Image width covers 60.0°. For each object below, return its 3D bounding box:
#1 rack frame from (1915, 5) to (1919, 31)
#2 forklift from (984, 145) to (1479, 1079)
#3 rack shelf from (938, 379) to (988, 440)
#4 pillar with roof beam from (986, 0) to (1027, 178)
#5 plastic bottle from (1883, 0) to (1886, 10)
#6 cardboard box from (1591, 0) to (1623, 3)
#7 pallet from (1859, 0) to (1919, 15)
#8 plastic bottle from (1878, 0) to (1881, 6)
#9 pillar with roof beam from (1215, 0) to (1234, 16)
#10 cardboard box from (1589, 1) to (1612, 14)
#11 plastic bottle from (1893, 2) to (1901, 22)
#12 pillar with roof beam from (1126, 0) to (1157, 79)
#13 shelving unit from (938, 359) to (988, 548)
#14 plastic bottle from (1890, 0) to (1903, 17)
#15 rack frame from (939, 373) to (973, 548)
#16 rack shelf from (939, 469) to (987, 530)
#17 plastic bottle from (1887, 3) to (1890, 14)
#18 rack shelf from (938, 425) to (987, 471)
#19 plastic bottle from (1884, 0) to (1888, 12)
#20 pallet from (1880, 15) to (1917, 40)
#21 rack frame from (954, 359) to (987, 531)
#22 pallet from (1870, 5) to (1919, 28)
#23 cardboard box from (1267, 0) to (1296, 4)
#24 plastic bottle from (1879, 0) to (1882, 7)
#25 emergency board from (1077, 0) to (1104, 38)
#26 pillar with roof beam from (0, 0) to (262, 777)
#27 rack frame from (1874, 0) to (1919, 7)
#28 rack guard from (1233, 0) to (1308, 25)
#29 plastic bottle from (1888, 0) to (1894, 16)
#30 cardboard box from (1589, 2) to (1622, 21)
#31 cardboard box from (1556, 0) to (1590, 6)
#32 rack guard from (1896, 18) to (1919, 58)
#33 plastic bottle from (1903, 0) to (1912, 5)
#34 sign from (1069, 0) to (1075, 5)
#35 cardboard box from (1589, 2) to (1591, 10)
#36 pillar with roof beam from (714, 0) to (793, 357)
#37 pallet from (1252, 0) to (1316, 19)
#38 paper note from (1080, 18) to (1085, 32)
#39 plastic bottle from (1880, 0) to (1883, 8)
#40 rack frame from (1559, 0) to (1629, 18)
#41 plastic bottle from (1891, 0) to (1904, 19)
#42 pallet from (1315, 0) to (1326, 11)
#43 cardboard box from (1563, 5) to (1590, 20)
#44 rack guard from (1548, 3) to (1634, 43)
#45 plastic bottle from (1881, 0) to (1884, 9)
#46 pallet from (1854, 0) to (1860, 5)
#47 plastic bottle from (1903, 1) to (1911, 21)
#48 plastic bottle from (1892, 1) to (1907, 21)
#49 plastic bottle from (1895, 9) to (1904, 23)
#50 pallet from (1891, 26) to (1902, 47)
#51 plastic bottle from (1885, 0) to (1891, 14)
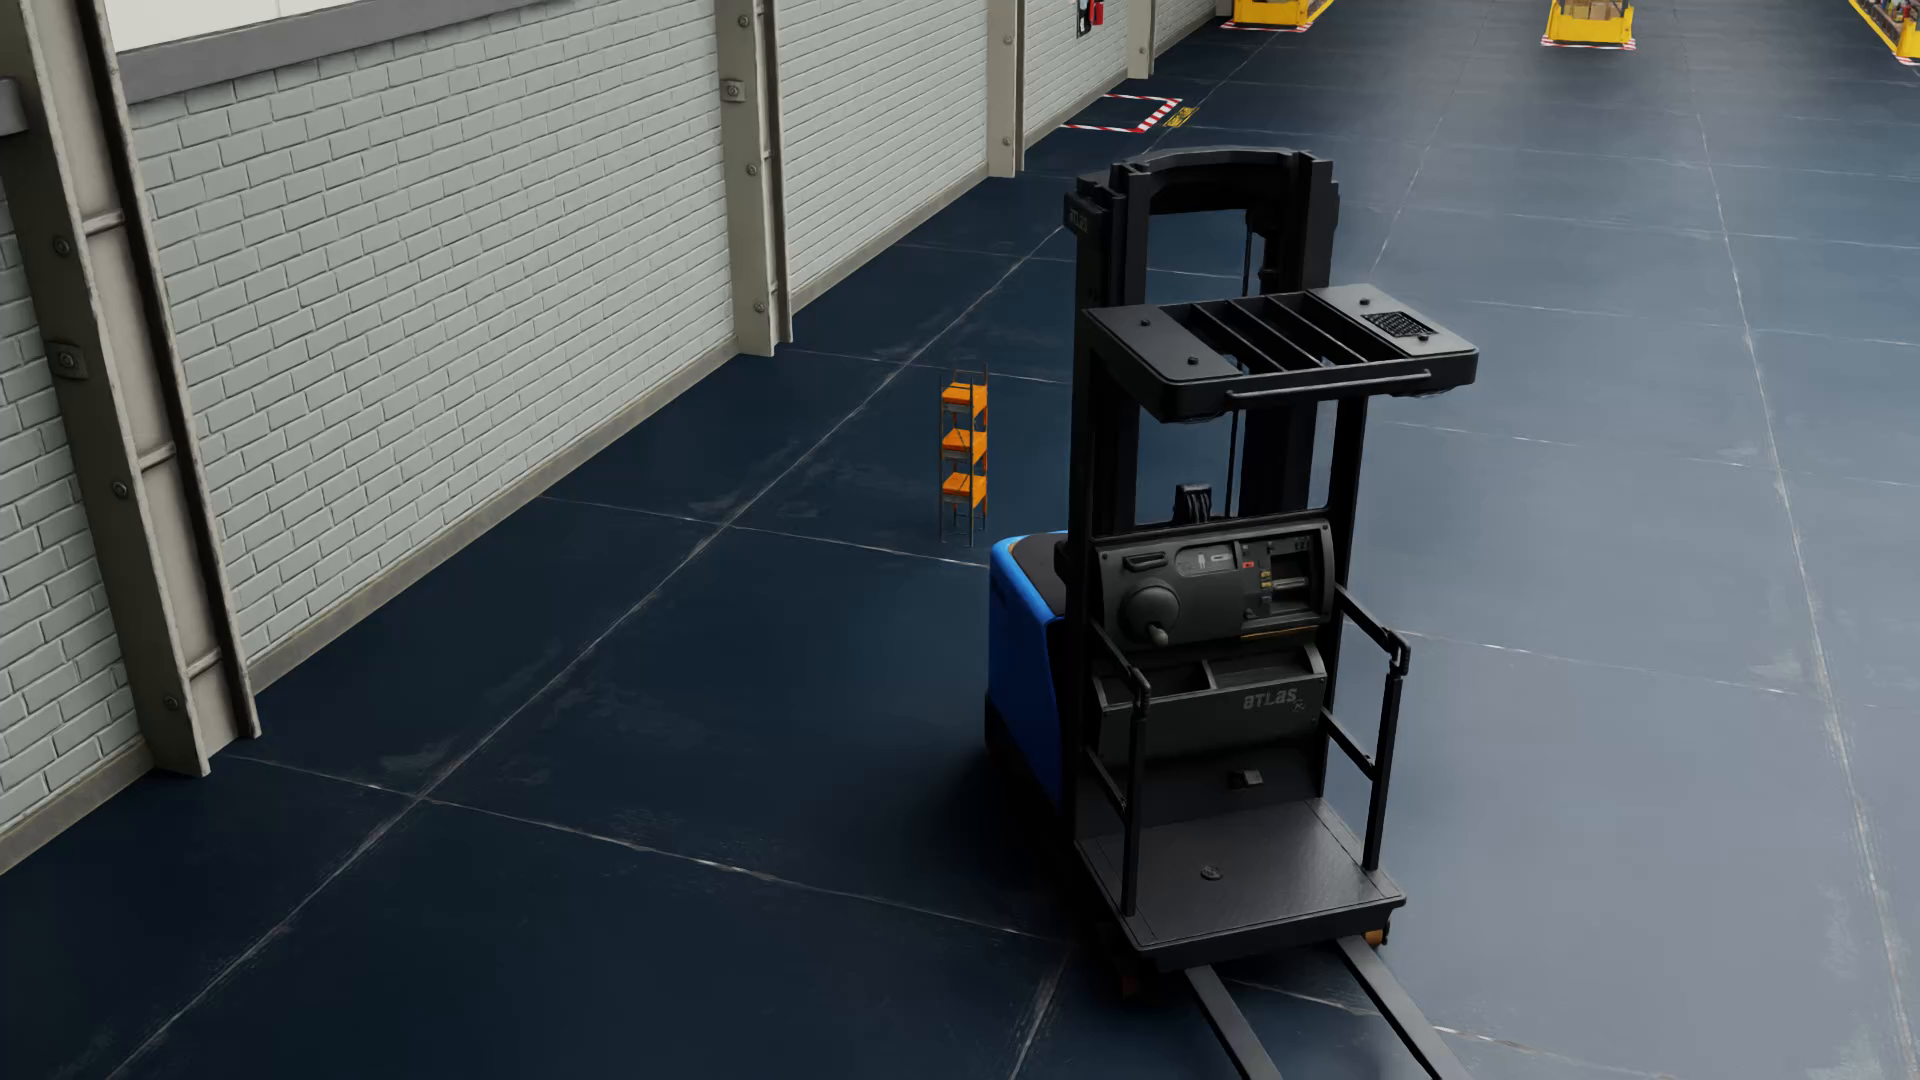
[{"bbox_3d":[14.404,-8.391,23.638,1.000,3.000,0.127,9,27,17],"label":"rack frame"},{"bbox_3d":[1.016,0.200,5.974,1.130,2.935,3.031,-7,27,-15],"label":"forklift"},{"bbox_3d":[0.018,-0.740,9.448,0.215,0.259,0.240,9,27,17],"label":"rack shelf"},{"bbox_3d":[4.545,-7.385,14.677,9.100,9.000,0.400,9,27,17],"label":"pillar with roof beam"},{"bbox_3d":[15.075,-8.769,26.954,0.144,0.351,0.185,10,27,19],"label":"plastic bottle"},{"bbox_3d":[10.287,-8.794,26.283,0.500,0.500,0.500,9,27,17],"label":"cardboard box"},{"bbox_3d":[15.960,-9.108,28.319,1.003,0.211,1.213,9,27,17],"label":"pallet"},{"bbox_3d":[15.216,-8.937,27.393,0.097,0.271,0.097,0,26,0],"label":"plastic bottle"},{"bbox_3d":[8.539,-12.316,24.862,9.100,9.000,0.400,9,27,17],"label":"pillar with roof beam"},{"bbox_3d":[10.285,-8.456,26.447,0.500,0.250,0.500,9,27,17],"label":"cardboard box"},{"bbox_3d":[14.624,-8.235,25.929,0.061,0.283,0.133,9,27,19],"label":"plastic bottle"},{"bbox_3d":[6.542,-9.851,19.769,9.100,9.000,0.400,9,27,17],"label":"pillar with roof beam"},{"bbox_3d":[0.018,-0.495,9.567,0.215,1.050,0.252,9,27,17],"label":"shelving unit"},{"bbox_3d":[14.809,-8.440,26.275,0.144,0.351,0.185,10,28,20],"label":"plastic bottle"},{"bbox_3d":[-0.023,-0.444,9.463,0.200,1.050,0.008,9,27,17],"label":"rack frame"},{"bbox_3d":[0.018,-0.235,9.692,0.215,0.259,0.240,9,27,17],"label":"rack shelf"},{"bbox_3d":[14.896,-8.511,26.593,0.097,0.201,0.097,0,26,0],"label":"plastic bottle"},{"bbox_3d":[0.018,-0.485,9.571,0.215,0.259,0.240,9,27,17],"label":"rack shelf"},{"bbox_3d":[15.012,-8.691,26.793,0.144,0.351,0.185,8,27,15],"label":"plastic bottle"},{"bbox_3d":[15.068,-8.007,26.044,1.003,0.211,1.213,9,27,17],"label":"pallet"},{"bbox_3d":[0.058,-0.545,9.670,0.200,1.050,0.008,9,27,17],"label":"rack frame"},{"bbox_3d":[15.472,-8.510,27.083,1.003,0.211,1.213,9,27,17],"label":"pallet"},{"bbox_3d":[5.377,-9.087,27.656,0.500,0.311,0.500,6,26,12],"label":"cardboard box"},{"bbox_3d":[15.182,-8.864,27.322,0.097,0.201,0.097,0,26,0],"label":"plastic bottle"},{"bbox_3d":[1.624,-6.765,20.280,0.194,1.169,0.643,9,27,17],"label":"emergency board"},{"bbox_3d":[0.552,-2.454,4.492,9.100,9.000,0.400,9,27,17],"label":"pillar with roof beam"},{"bbox_3d":[15.735,-10.035,27.033,1.000,3.000,0.127,9,27,17],"label":"rack frame"},{"bbox_3d":[5.087,-8.734,27.215,1.175,0.500,0.348,9,27,17],"label":"rack guard"},{"bbox_3d":[14.871,-8.517,26.433,0.144,0.351,0.185,9,27,17],"label":"plastic bottle"},{"bbox_3d":[10.123,-8.250,26.021,0.500,0.250,0.500,9,27,17],"label":"cardboard box"},{"bbox_3d":[9.632,-8.663,26.013,0.500,0.500,0.500,9,27,17],"label":"cardboard box"},{"bbox_3d":[14.385,-7.304,24.261,1.175,0.500,0.348,9,27,17],"label":"rack guard"},{"bbox_3d":[15.019,-8.472,26.426,0.152,0.276,0.135,9,27,17],"label":"plastic bottle"},{"bbox_3d":[1.343,-6.569,19.834,0.001,0.329,0.234,9,27,17],"label":"sign"},{"bbox_3d":[10.452,-8.662,26.871,0.500,0.250,0.500,9,27,17],"label":"cardboard box"},{"bbox_3d":[2.549,-4.919,9.584,9.100,9.000,0.400,9,27,17],"label":"pillar with roof beam"},{"bbox_3d":[5.391,-8.932,27.956,1.003,0.211,1.213,9,27,17],"label":"pallet"},{"bbox_3d":[1.500,-6.306,20.342,0.016,0.148,0.142,9,27,17],"label":"paper note"},{"bbox_3d":[15.148,-8.822,27.235,0.097,0.201,0.097,0,26,0],"label":"plastic bottle"},{"bbox_3d":[9.734,-9.111,25.125,1.000,3.000,0.127,9,27,17],"label":"rack frame"},{"bbox_3d":[14.758,-8.338,26.149,0.152,0.276,0.135,8,27,16],"label":"plastic bottle"},{"bbox_3d":[5.798,-9.432,28.988,1.003,0.211,1.213,9,27,17],"label":"pallet"},{"bbox_3d":[9.634,-8.325,26.176,0.500,0.250,0.500,9,27,17],"label":"cardboard box"},{"bbox_3d":[9.726,-7.976,25.649,1.175,0.500,0.348,9,27,17],"label":"rack guard"},{"bbox_3d":[15.134,-8.803,27.109,0.152,0.276,0.135,10,27,19],"label":"plastic bottle"},{"bbox_3d":[16.364,-9.611,29.358,1.003,0.211,1.213,9,27,17],"label":"pallet"},{"bbox_3d":[14.812,-8.269,25.999,0.061,0.283,0.133,9,27,17],"label":"plastic bottle"},{"bbox_3d":[14.712,-8.281,26.032,0.152,0.276,0.135,9,27,18],"label":"plastic bottle"},{"bbox_3d":[14.602,-8.148,25.842,0.097,0.201,0.097,0,26,0],"label":"plastic bottle"},{"bbox_3d":[14.660,-7.507,25.012,1.003,0.211,1.213,9,27,17],"label":"pallet"},{"bbox_3d":[14.918,-8.599,26.680,0.061,0.283,0.133,10,28,20],"label":"plastic bottle"}]
